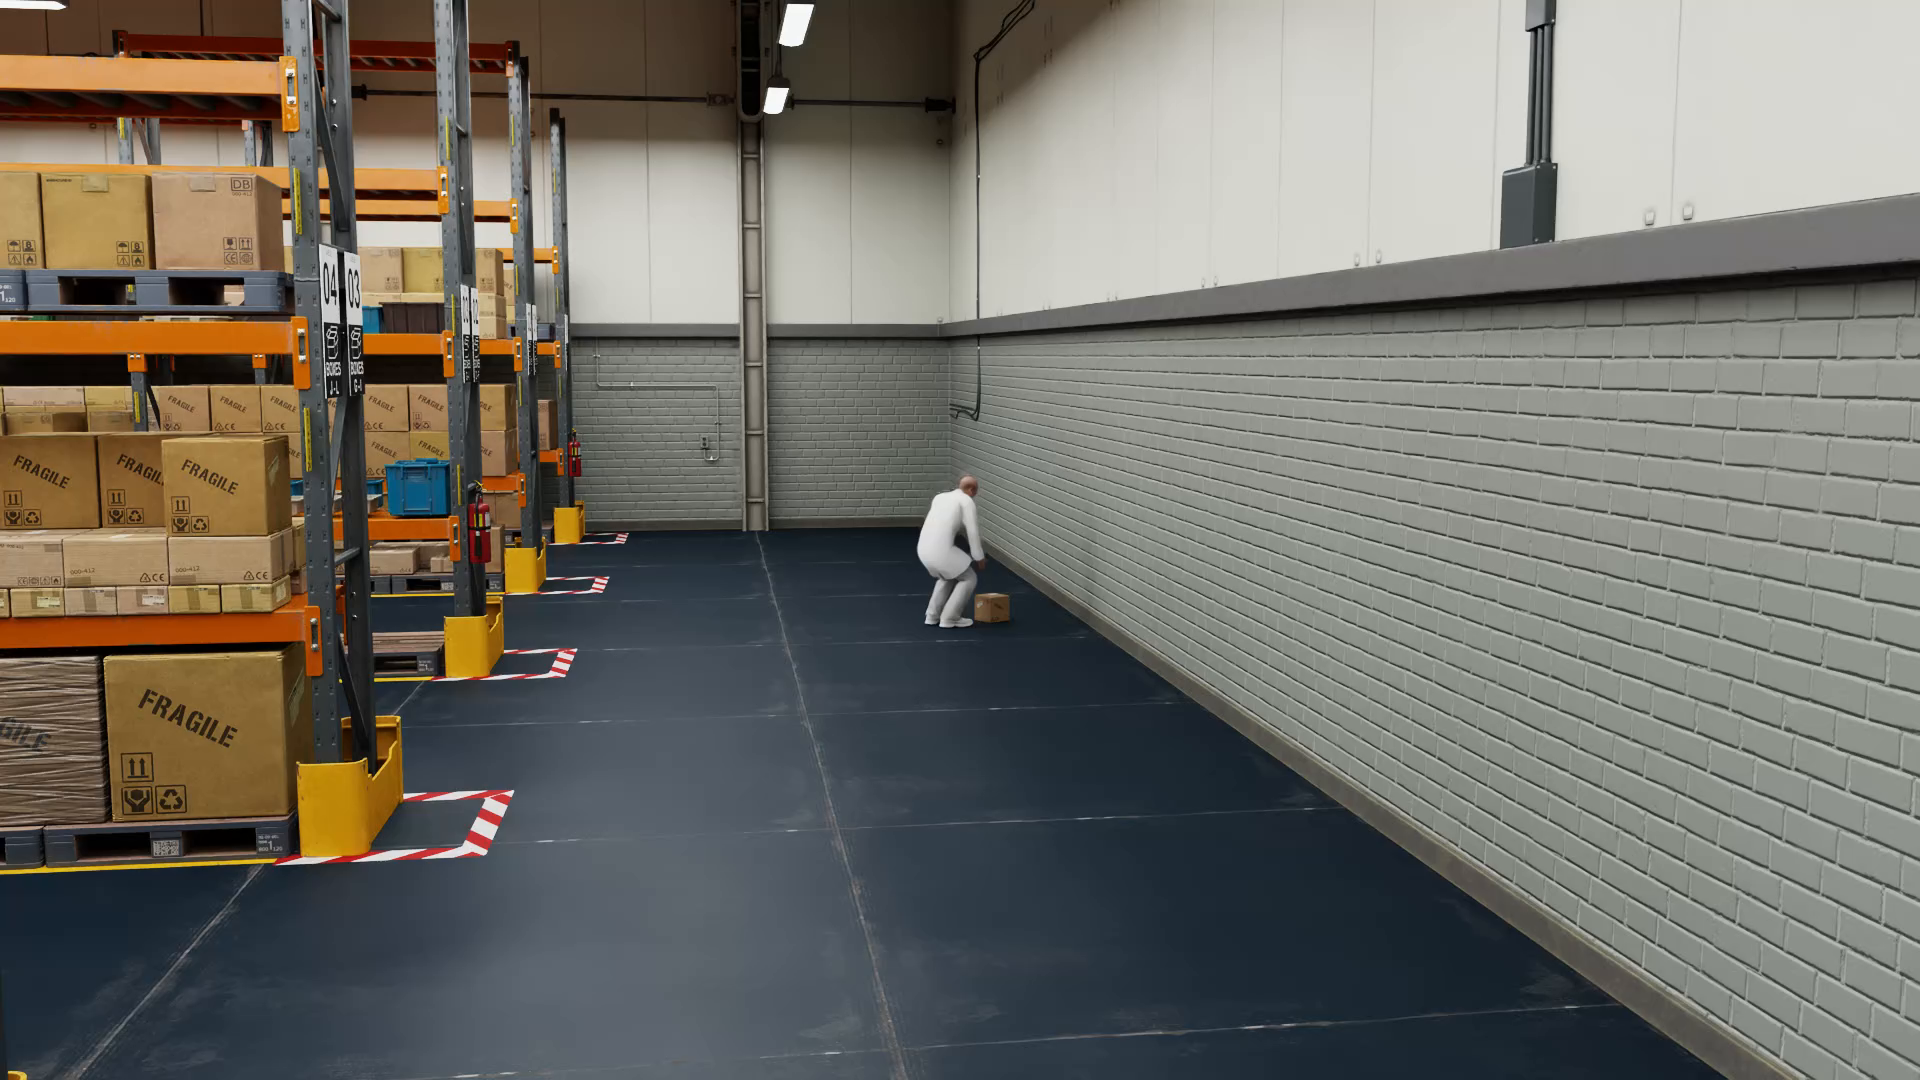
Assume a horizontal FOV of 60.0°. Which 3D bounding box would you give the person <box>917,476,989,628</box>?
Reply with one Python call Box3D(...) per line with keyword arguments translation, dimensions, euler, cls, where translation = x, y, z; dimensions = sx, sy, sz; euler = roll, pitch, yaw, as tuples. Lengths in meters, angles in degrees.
Box3D(translation=(-0.105, 0.110, 16.280), dimensions=(0.701, 1.453, 0.631), euler=(-5, 8, -37), cls="person")
